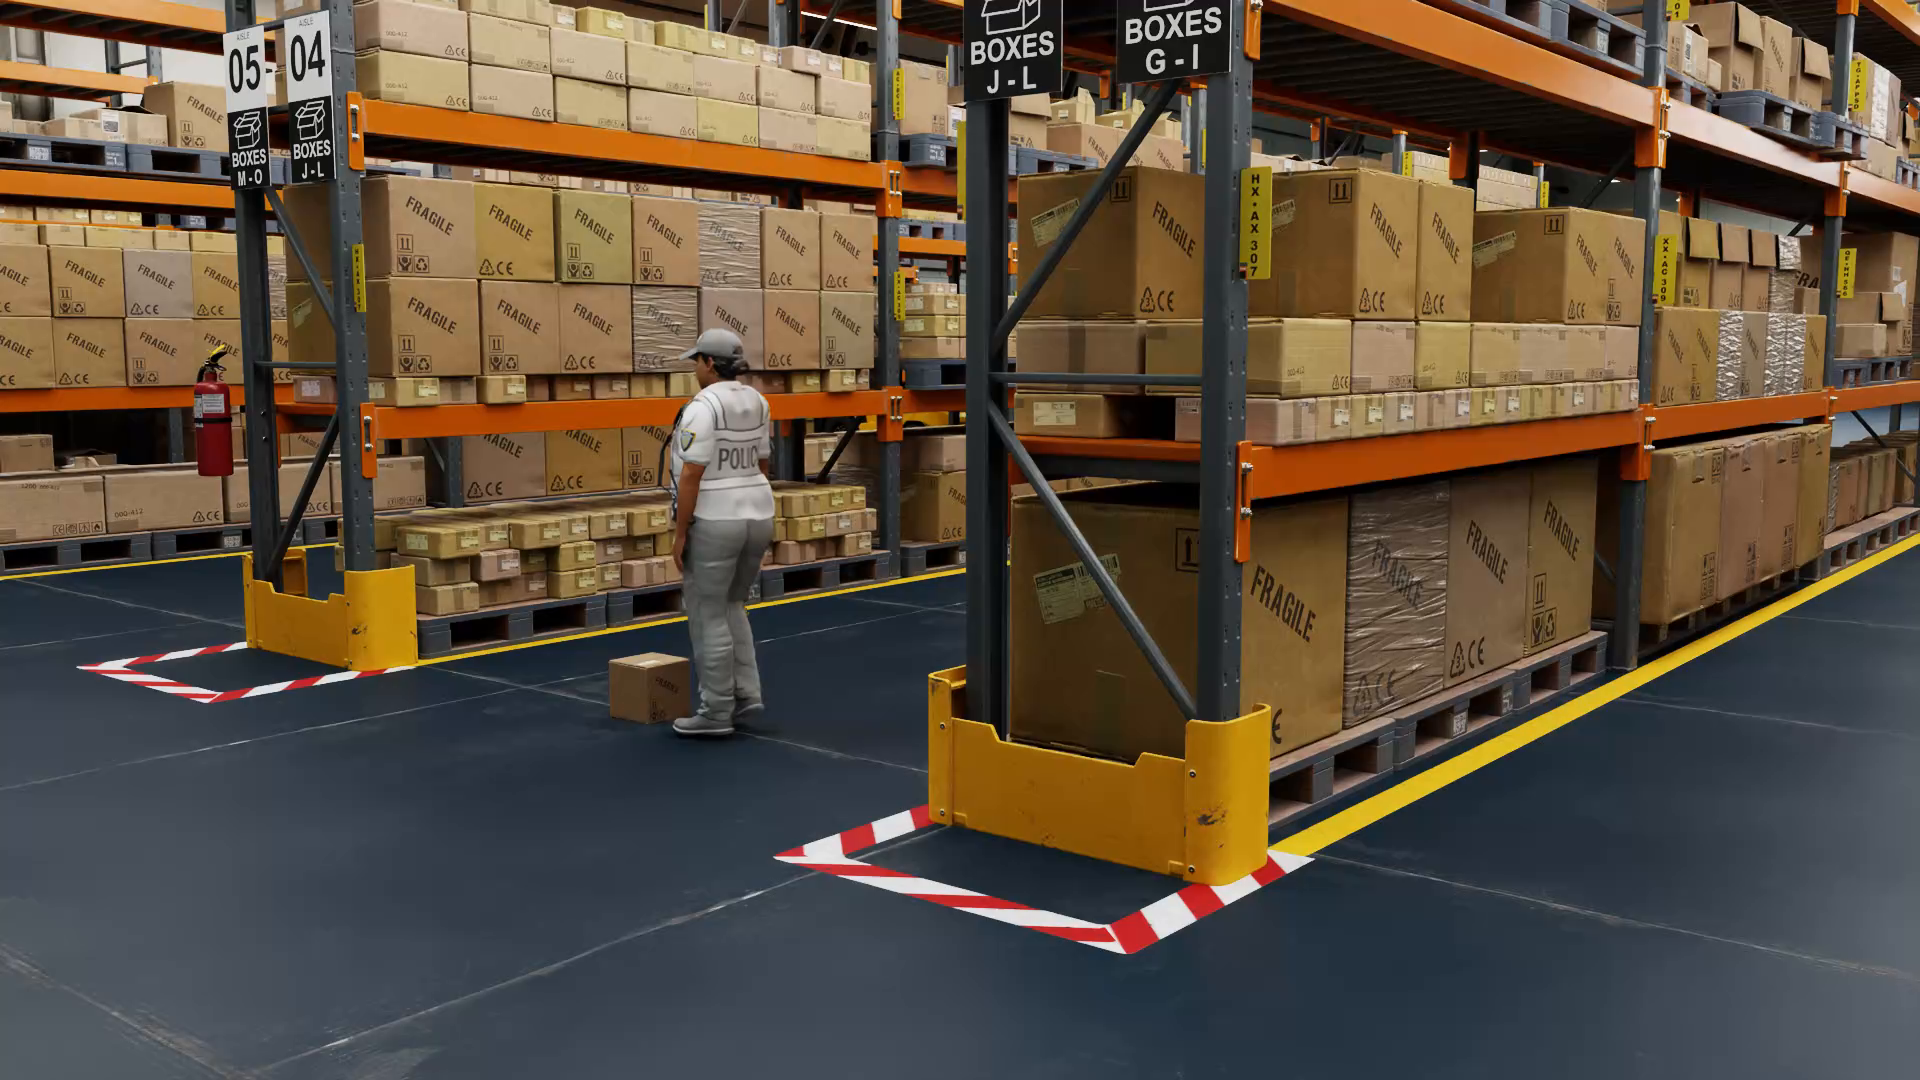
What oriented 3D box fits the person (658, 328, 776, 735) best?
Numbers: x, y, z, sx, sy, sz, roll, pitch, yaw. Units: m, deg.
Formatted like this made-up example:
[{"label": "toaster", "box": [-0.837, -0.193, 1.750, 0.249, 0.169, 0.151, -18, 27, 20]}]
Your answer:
[{"label": "person", "box": [-0.985, -0.019, 6.883, 0.386, 1.704, 0.513, 4, 8, 33]}]
